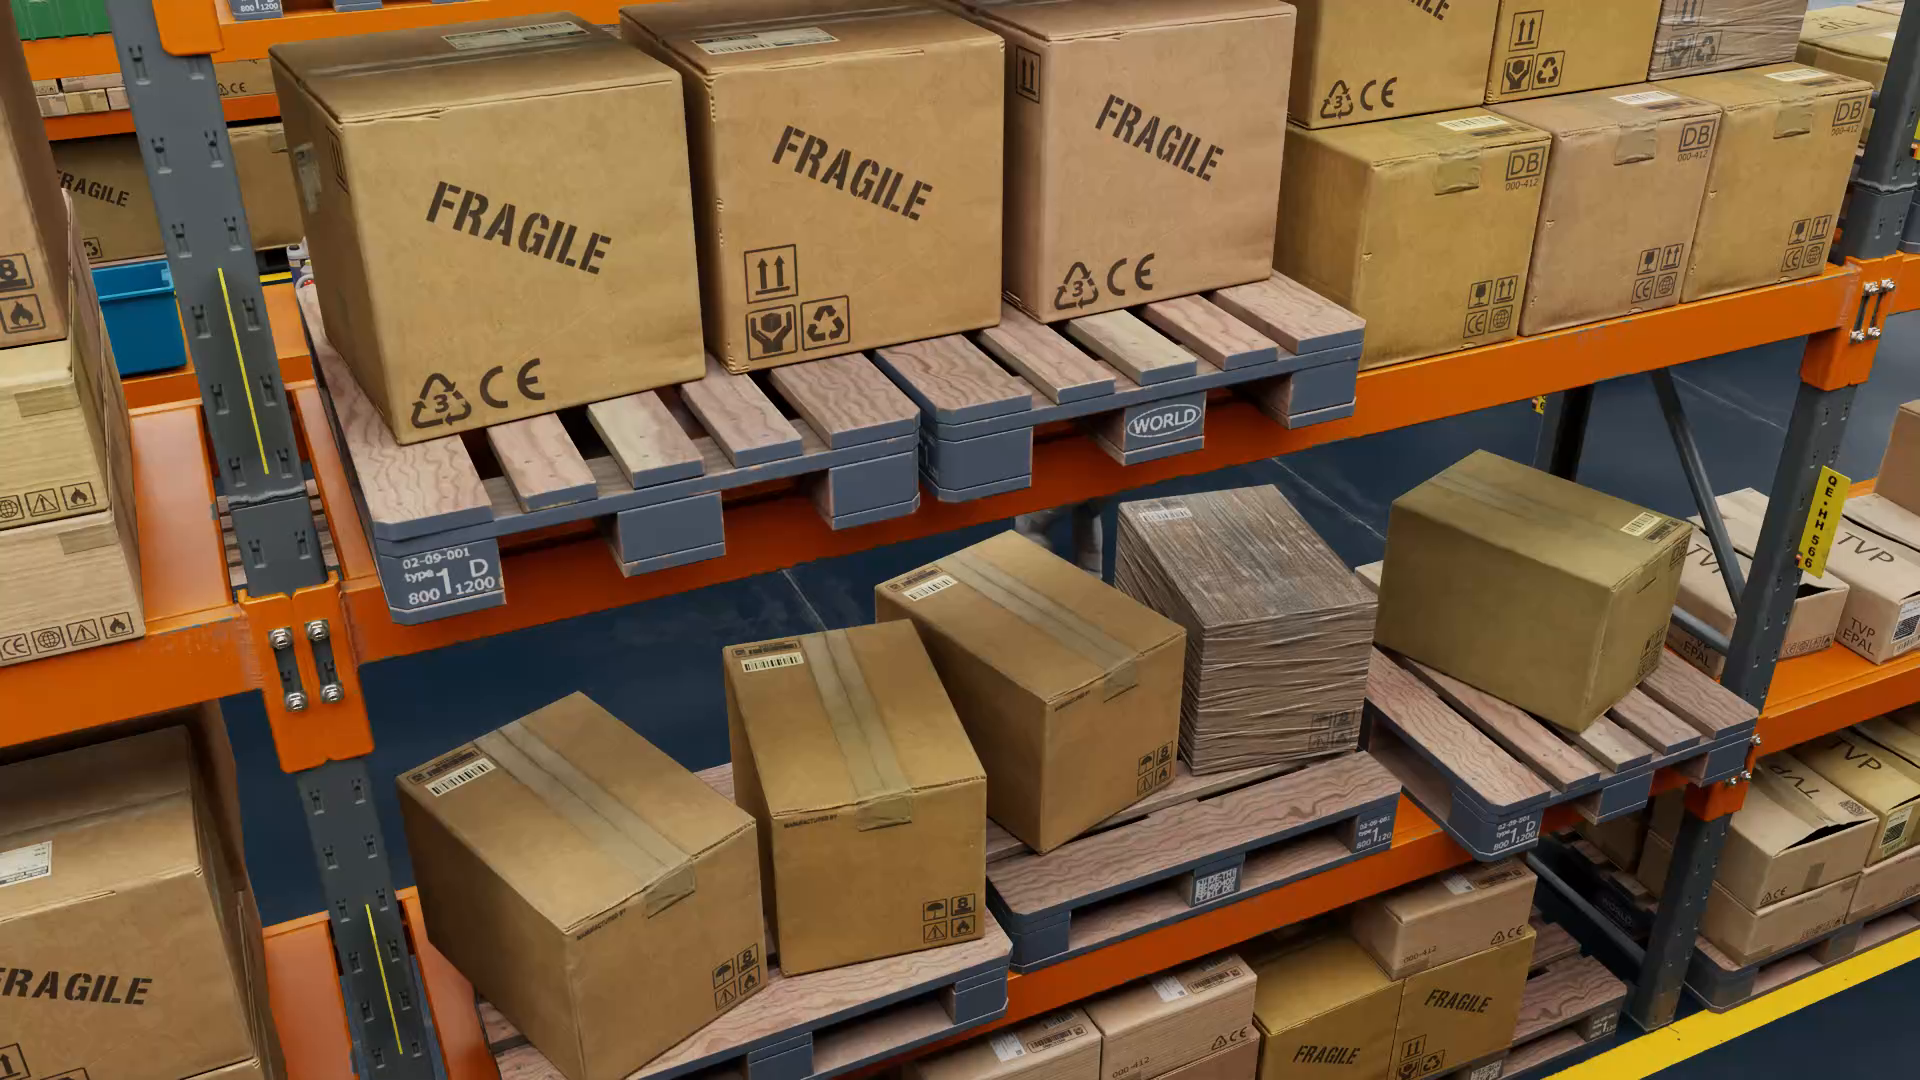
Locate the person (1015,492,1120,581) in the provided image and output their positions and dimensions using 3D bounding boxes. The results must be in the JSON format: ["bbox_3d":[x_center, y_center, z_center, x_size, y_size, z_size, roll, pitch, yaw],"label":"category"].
[{"bbox_3d":[0.440,-0.291,8.022,0.460,1.291,0.883,-14,33,-23],"label":"person"}]
